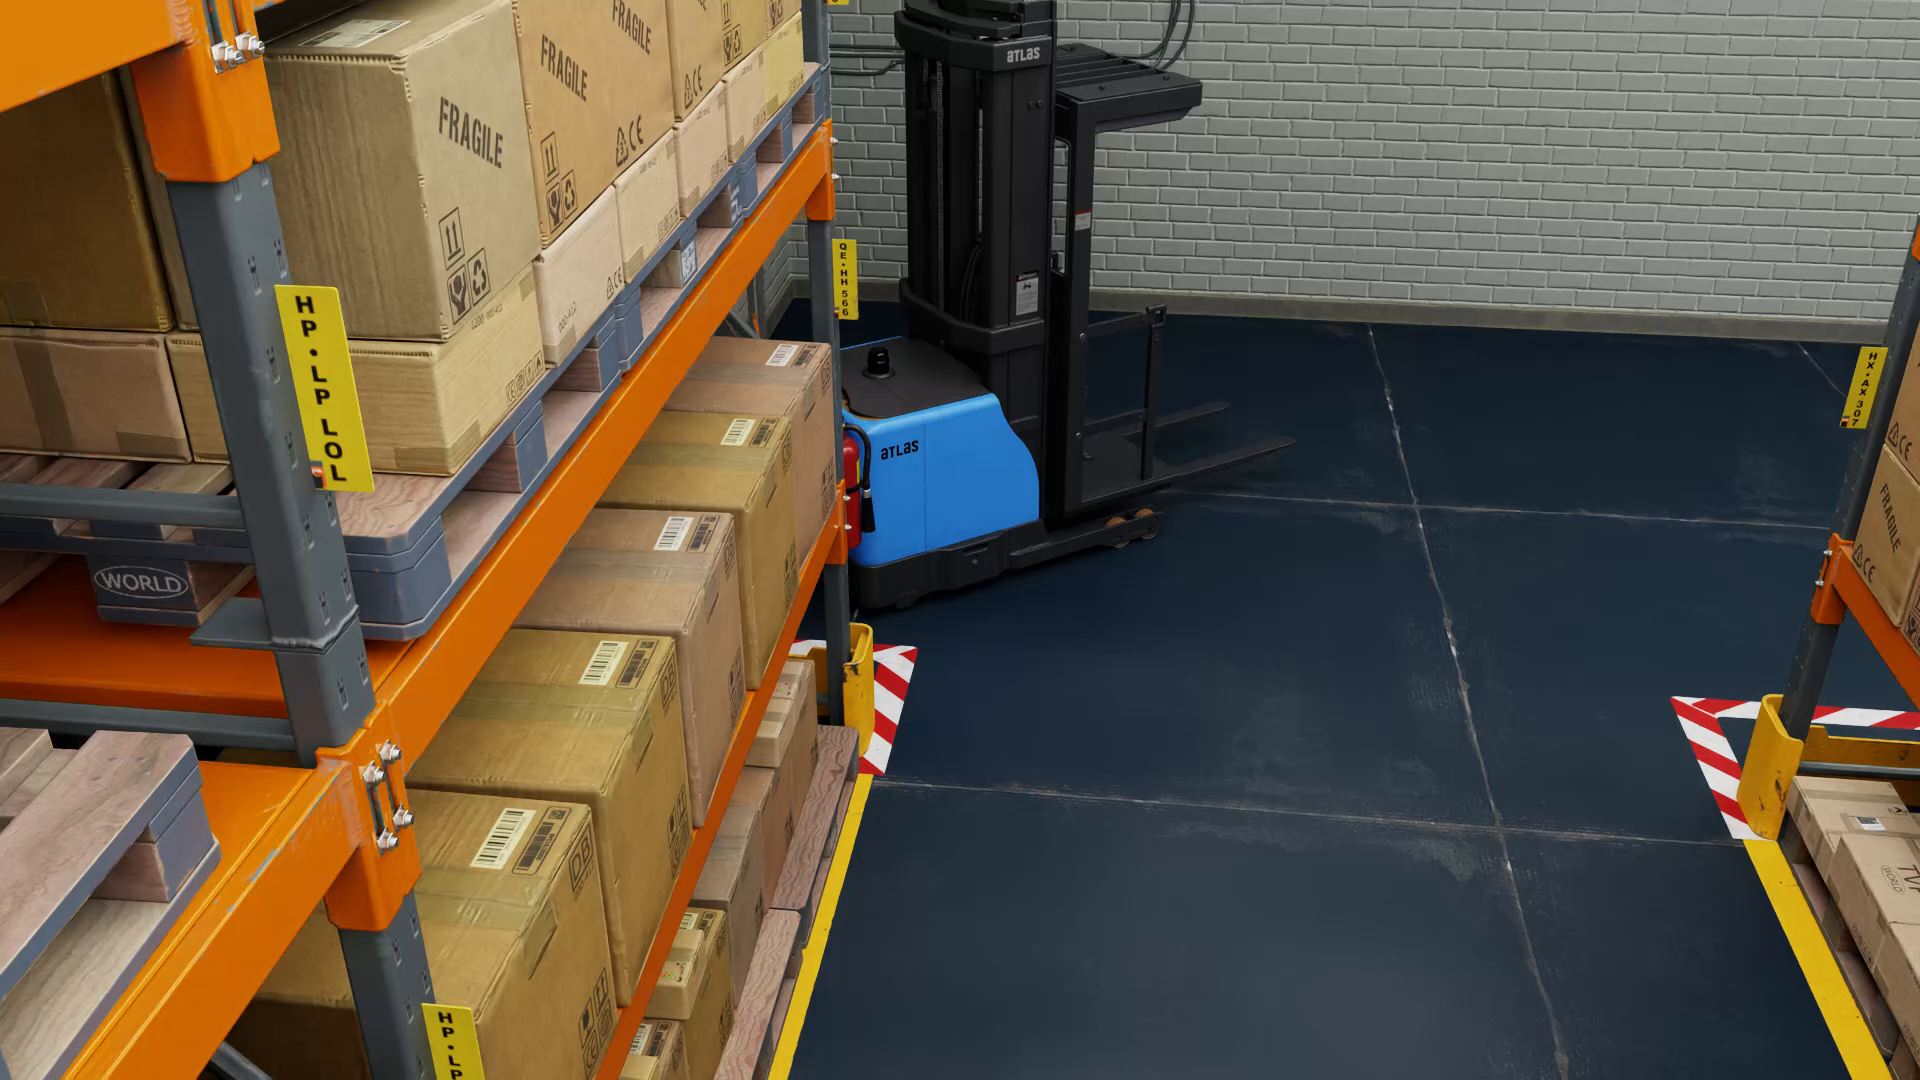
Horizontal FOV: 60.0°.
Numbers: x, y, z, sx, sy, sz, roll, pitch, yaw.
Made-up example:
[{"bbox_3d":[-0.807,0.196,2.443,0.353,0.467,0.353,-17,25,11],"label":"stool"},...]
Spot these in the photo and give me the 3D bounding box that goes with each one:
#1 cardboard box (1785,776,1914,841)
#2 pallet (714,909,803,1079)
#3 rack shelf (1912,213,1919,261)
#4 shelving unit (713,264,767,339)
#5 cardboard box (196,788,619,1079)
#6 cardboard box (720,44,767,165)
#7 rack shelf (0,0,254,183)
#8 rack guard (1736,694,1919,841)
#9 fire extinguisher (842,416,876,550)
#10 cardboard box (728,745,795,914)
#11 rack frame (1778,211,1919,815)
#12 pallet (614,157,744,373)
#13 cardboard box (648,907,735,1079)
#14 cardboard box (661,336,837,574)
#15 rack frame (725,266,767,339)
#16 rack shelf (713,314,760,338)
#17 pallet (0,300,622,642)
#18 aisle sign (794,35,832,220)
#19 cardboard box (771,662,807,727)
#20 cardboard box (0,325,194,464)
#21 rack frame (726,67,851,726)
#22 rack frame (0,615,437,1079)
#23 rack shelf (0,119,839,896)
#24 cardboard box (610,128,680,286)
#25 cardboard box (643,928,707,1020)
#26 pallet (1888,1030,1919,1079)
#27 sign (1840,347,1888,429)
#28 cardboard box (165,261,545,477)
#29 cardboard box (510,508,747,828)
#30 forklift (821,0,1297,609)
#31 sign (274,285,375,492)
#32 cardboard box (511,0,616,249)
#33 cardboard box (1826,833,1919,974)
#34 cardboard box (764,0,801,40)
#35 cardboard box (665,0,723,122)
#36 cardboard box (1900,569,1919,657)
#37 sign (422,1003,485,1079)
[{"bbox_3d":[3.536,1.082,6.620,0.380,0.149,0.250,3,28,6],"label":"cardboard box"},{"bbox_3d":[-1.161,1.739,5.800,1.003,0.211,1.213,3,28,6],"label":"pallet"},{"bbox_3d":[3.683,-0.219,4.089,1.077,0.370,4.000,3,28,6],"label":"rack shelf"},{"bbox_3d":[-1.212,-0.839,8.592,0.431,2.100,0.503,-7,29,-11],"label":"shelving unit"},{"bbox_3d":[-1.396,1.054,3.814,0.980,0.700,0.700,4,29,7],"label":"cardboard box"},{"bbox_3d":[-0.878,-1.321,4.986,0.500,0.250,0.500,2,28,4],"label":"cardboard box"},{"bbox_3d":[-1.724,0.234,0.509,1.077,0.370,4.000,3,28,6],"label":"rack shelf"},{"bbox_3d":[3.919,0.980,6.904,1.175,0.500,0.348,3,28,6],"label":"rack guard"},{"bbox_3d":[-0.512,-0.288,7.097,0.296,0.674,0.183,3,28,6],"label":"fire extinguisher"},{"bbox_3d":[-1.037,1.044,6.342,0.700,0.500,0.500,3,28,6],"label":"cardboard box"},{"bbox_3d":[3.928,-0.156,6.377,1.000,3.000,0.127,3,28,6],"label":"rack frame"},{"bbox_3d":[-1.216,-0.798,4.500,1.003,0.211,1.213,3,28,6],"label":"pallet"},{"bbox_3d":[-1.156,1.532,5.436,0.700,0.500,0.500,4,29,7],"label":"cardboard box"},{"bbox_3d":[-1.041,-0.334,6.391,0.980,0.700,0.700,5,29,9],"label":"cardboard box"},{"bbox_3d":[-1.157,-0.726,8.382,0.400,2.100,0.015,-7,29,-11],"label":"rack frame"},{"bbox_3d":[-1.212,-0.827,8.598,0.431,0.518,0.480,-7,29,-11],"label":"rack shelf"},{"bbox_3d":[-1.368,-0.225,3.437,1.003,0.211,1.213,3,28,6],"label":"pallet"},{"bbox_3d":[-0.682,-1.603,6.322,0.394,0.787,0.004,3,28,6],"label":"aisle sign"},{"bbox_3d":[-0.810,0.594,6.494,0.380,0.149,0.250,3,28,6],"label":"cardboard box"},{"bbox_3d":[-1.628,-0.379,3.237,0.500,0.250,0.500,4,29,7],"label":"cardboard box"},{"bbox_3d":[-0.989,-0.442,6.908,1.000,3.000,0.127,3,28,6],"label":"rack frame"},{"bbox_3d":[-1.479,1.441,3.413,1.000,3.000,0.127,3,28,6],"label":"rack frame"},{"bbox_3d":[-1.234,-0.505,4.620,1.077,0.370,4.000,3,28,6],"label":"rack shelf"},{"bbox_3d":[-1.001,-0.834,4.082,0.500,0.250,0.500,3,28,5],"label":"cardboard box"},{"bbox_3d":[-0.999,1.328,5.131,0.380,0.149,0.250,3,28,5],"label":"cardboard box"},{"bbox_3d":[3.670,2.055,5.213,1.003,0.211,1.213,3,28,6],"label":"pallet"},{"bbox_3d":[3.389,-0.569,6.230,0.100,0.325,0.005,3,28,6],"label":"sign"},{"bbox_3d":[-1.133,-0.353,3.190,0.500,0.250,0.500,3,28,6],"label":"cardboard box"},{"bbox_3d":[-1.222,0.368,5.088,0.980,0.700,0.700,2,28,4],"label":"cardboard box"},{"bbox_3d":[0.537,-1.446,8.843,3.031,2.935,1.130,-16,32,-27],"label":"forklift"},{"bbox_3d":[-0.939,-0.219,2.455,0.100,0.325,0.005,3,28,6],"label":"sign"},{"bbox_3d":[-1.056,-0.935,3.479,0.500,0.500,0.500,3,28,5],"label":"cardboard box"},{"bbox_3d":[3.519,1.335,6.044,0.500,0.250,0.500,3,28,6],"label":"cardboard box"},{"bbox_3d":[-0.808,-1.895,5.262,0.500,0.500,0.500,3,28,6],"label":"cardboard box"},{"bbox_3d":[-0.935,-1.414,4.370,0.500,0.500,0.500,2,28,4],"label":"cardboard box"},{"bbox_3d":[3.554,0.236,5.543,0.500,0.500,0.500,3,28,6],"label":"cardboard box"},{"bbox_3d":[-0.939,0.993,3.108,0.100,0.325,0.005,3,28,6],"label":"sign"}]
